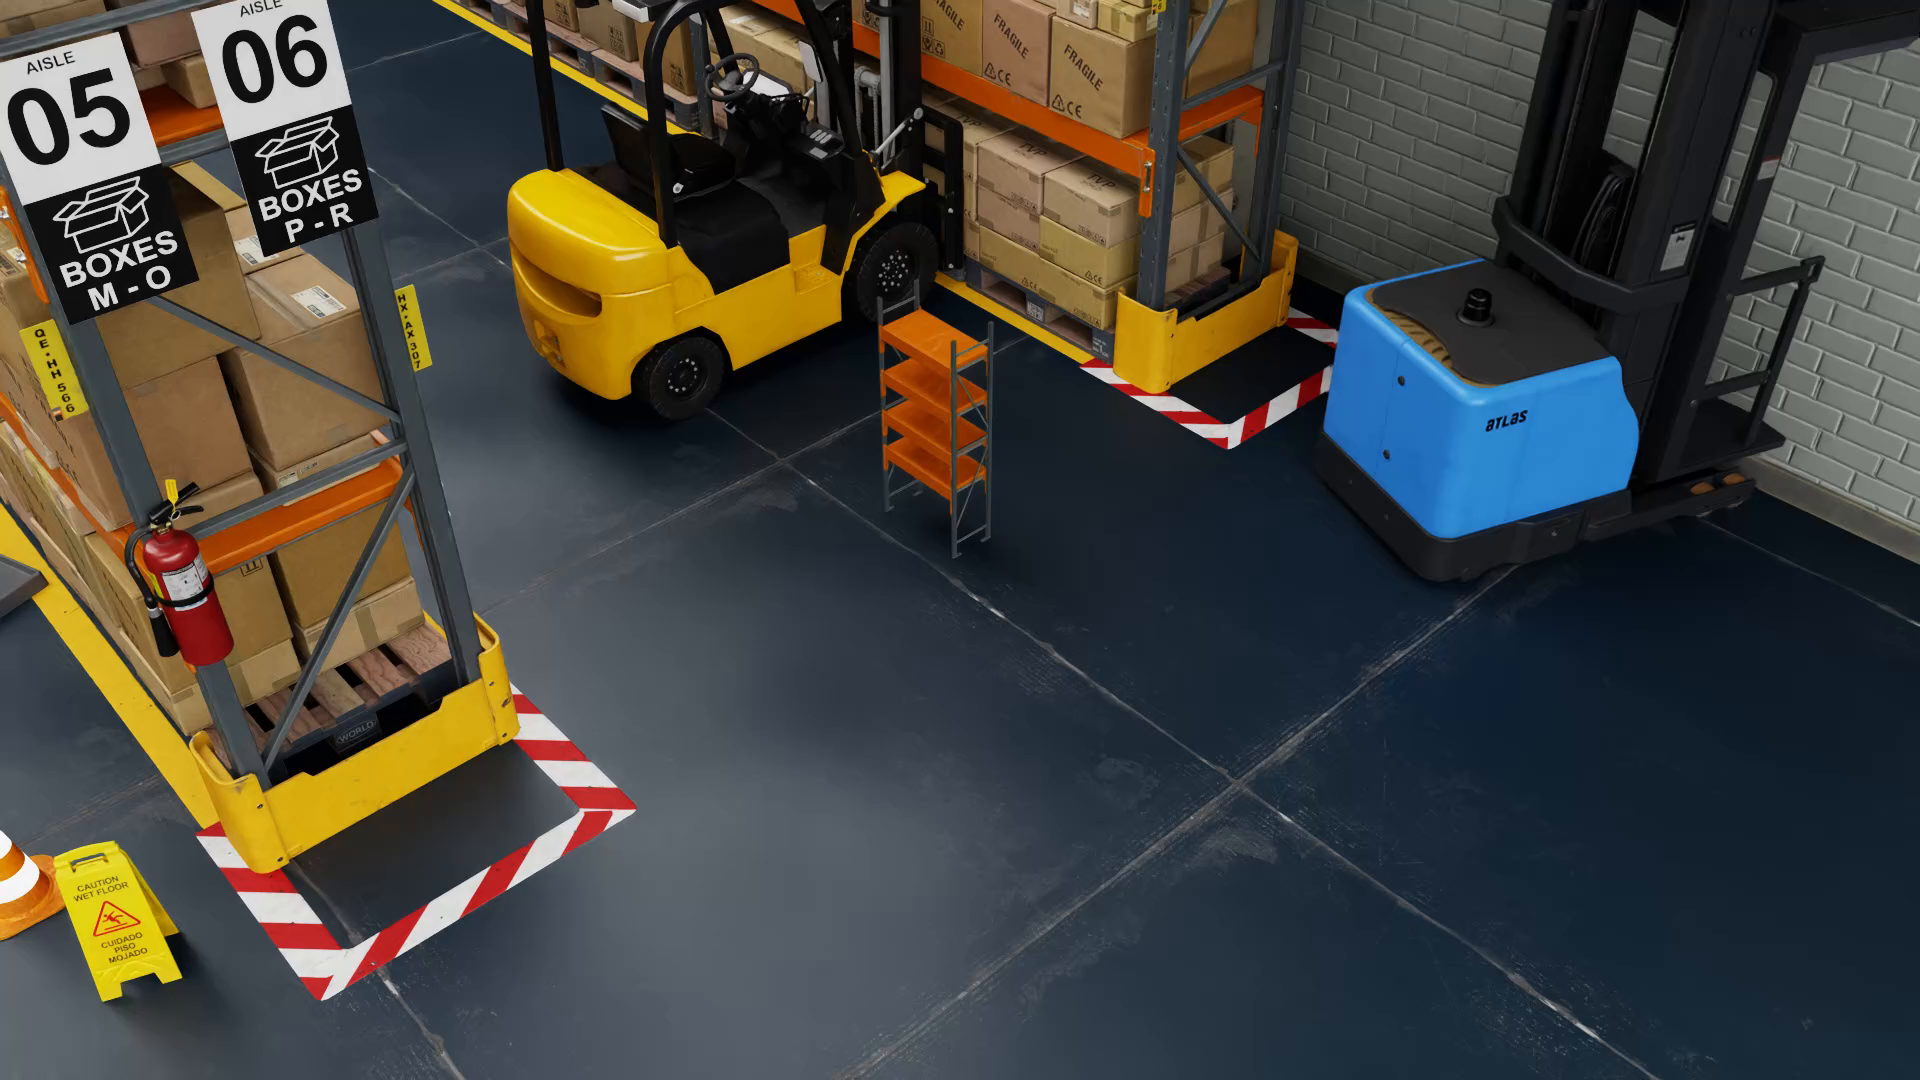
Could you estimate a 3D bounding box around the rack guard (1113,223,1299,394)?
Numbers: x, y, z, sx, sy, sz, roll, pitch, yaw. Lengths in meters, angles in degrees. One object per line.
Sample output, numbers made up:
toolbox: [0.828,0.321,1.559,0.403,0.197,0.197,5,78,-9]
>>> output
rack guard: [1.356,-1.290,9.158,1.175,0.500,0.348,-30,48,-32]

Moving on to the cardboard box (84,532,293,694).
cardboard box: [-3.048,0.192,6.591,0.500,0.500,0.500,-30,47,-31]

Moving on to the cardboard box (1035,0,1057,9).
cardboard box: [0.574,-2.858,8.514,0.380,0.149,0.250,-29,47,-31]

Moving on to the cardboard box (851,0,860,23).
cardboard box: [-0.550,-3.380,9.676,0.500,0.500,0.500,-30,48,-32]

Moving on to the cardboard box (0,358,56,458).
cardboard box: [-3.219,-0.685,6.103,0.500,0.500,0.500,-30,48,-32]

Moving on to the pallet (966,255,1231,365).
pallet: [0.792,-1.525,9.678,1.003,0.211,1.213,-30,48,-32]

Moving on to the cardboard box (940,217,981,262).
cardboard box: [0.128,-1.920,9.803,0.500,0.250,0.500,-29,47,-31]

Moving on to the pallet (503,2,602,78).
pallet: [-2.722,-3.930,12.655,1.003,0.211,1.213,-30,48,-32]

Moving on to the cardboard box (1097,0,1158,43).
cardboard box: [0.899,-2.607,8.202,0.380,0.149,0.250,-29,47,-31]

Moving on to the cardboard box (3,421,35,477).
cardboard box: [-3.690,-0.442,6.859,0.380,0.149,0.250,-28,47,-30]

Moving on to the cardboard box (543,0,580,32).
cardboard box: [-2.756,-4.311,12.464,0.875,0.625,0.625,-32,49,-33]

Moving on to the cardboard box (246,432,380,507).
cardboard box: [-2.391,-0.310,6.155,0.380,0.149,0.250,-30,48,-32]

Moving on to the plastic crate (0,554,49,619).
plastic crate: [-4.561,0.197,7.651,0.583,0.080,0.402,18,42,21]

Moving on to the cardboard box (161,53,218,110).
cardboard box: [-2.299,-1.524,5.270,0.380,0.149,0.250,-30,48,-32]

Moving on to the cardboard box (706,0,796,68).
cardboard box: [-1.270,-3.251,10.654,0.500,0.250,0.500,-31,48,-32]

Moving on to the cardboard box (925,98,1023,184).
cardboard box: [0.100,-2.300,9.477,0.500,0.250,0.500,-29,47,-31]

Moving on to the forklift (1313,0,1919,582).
forklift: [3.330,-1.545,7.538,3.031,2.935,1.130,-15,41,-18]

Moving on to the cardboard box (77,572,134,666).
cardboard box: [-3.403,0.240,7.127,0.500,0.250,0.500,-30,48,-32]

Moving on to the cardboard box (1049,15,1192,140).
cardboard box: [0.814,-2.429,8.499,0.500,0.500,0.500,-31,48,-33]

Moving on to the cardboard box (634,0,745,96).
cardboard box: [-1.727,-3.602,11.586,0.875,0.625,0.625,-28,46,-30]

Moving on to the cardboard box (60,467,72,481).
cardboard box: [-3.135,-0.345,6.198,0.380,0.149,0.250,-31,48,-32]

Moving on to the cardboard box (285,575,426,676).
cardboard box: [-2.656,0.253,7.112,0.500,0.250,0.500,-30,48,-32]

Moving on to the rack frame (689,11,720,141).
rack frame: [-1.366,-4.125,10.678,1.000,3.000,0.127,-30,48,-32]

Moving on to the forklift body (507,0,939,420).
forklift body: [-1.287,-2.046,8.780,2.313,2.155,1.214,-30,48,-32]

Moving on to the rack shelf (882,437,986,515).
rack shelf: [-0.112,-0.337,7.843,0.258,0.148,0.480,-30,48,-32]

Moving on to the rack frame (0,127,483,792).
rack frame: [-2.314,-0.163,5.772,1.000,3.000,0.127,-30,48,-32]

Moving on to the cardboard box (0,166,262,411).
cardboard box: [-2.820,-0.850,5.511,0.700,0.500,0.500,-31,48,-33]

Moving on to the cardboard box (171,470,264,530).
cardboard box: [-2.724,-0.147,5.953,0.380,0.149,0.250,-28,47,-30]

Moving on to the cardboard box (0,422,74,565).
cardboard box: [-3.739,-0.285,7.181,0.500,0.500,0.500,-31,48,-33]

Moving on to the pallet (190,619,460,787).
pallet: [-2.889,0.496,7.176,1.003,0.211,1.213,-30,48,-32]

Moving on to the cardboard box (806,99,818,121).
cardboard box: [-0.592,-2.589,10.232,0.500,0.250,0.500,-30,48,-32]

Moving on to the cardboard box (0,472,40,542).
cardboard box: [-4.089,-0.233,7.714,0.500,0.250,0.500,-31,48,-32]

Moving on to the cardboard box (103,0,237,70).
cardboard box: [-2.458,-1.733,5.212,0.500,0.250,0.500,-31,48,-32]

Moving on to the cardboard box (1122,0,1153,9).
cardboard box: [0.942,-2.757,8.152,0.380,0.149,0.250,-30,48,-32]

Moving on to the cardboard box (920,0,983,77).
cardboard box: [0.123,-2.910,9.094,0.500,0.500,0.500,-31,48,-32]

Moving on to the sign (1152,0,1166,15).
sign: [0.931,-2.592,7.670,0.100,0.325,0.005,-30,48,-32]

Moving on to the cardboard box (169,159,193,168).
cardboard box: [-3.478,-1.360,6.938,0.500,0.500,0.500,-31,48,-33]

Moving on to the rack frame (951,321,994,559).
rack frame: [0.053,-0.430,7.536,0.240,1.200,0.015,-30,48,-32]

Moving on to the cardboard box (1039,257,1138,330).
cardboard box: [0.789,-1.451,9.221,0.500,0.250,0.500,-30,47,-31]

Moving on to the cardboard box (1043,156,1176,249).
cardboard box: [0.799,-1.837,8.904,0.500,0.250,0.500,-28,47,-30]

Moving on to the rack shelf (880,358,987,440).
rack shelf: [-0.112,-0.665,7.577,0.258,0.148,0.480,-30,48,-32]

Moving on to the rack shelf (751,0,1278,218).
rack shelf: [-0.013,-2.920,9.758,1.077,0.370,4.000,-30,48,-32]

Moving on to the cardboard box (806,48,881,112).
cardboard box: [-0.586,-2.784,10.076,0.500,0.250,0.500,-28,47,-30]

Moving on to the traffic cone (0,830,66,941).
traffic cone: [-3.555,1.173,6.137,0.336,0.463,0.334,-30,48,-32]

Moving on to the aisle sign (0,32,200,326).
aisle sign: [-2.486,-1.022,4.767,0.394,0.787,0.004,-30,48,-32]

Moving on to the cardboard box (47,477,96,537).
cardboard box: [-3.346,-0.202,6.562,0.380,0.149,0.250,-29,47,-31]

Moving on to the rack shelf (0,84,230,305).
rack shelf: [-3.667,-1.976,6.202,1.077,0.370,4.000,-30,48,-32]

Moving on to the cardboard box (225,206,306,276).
cardboard box: [-2.783,-0.893,6.360,0.500,0.500,0.500,-28,47,-31]

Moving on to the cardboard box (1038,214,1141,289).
cardboard box: [0.780,-1.655,9.075,0.500,0.250,0.500,-31,48,-32]

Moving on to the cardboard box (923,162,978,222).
cardboard box: [0.084,-2.121,9.653,0.500,0.250,0.500,-31,48,-33]

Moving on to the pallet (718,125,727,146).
pallet: [-0.859,-2.655,11.077,1.003,0.211,1.213,-30,48,-32]

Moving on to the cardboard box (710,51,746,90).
cardboard box: [-1.266,-3.058,10.814,0.500,0.250,0.500,-30,48,-32]

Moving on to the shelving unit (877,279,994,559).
shelving unit: [-0.112,-0.543,7.676,0.258,1.200,0.503,-30,48,-32]
